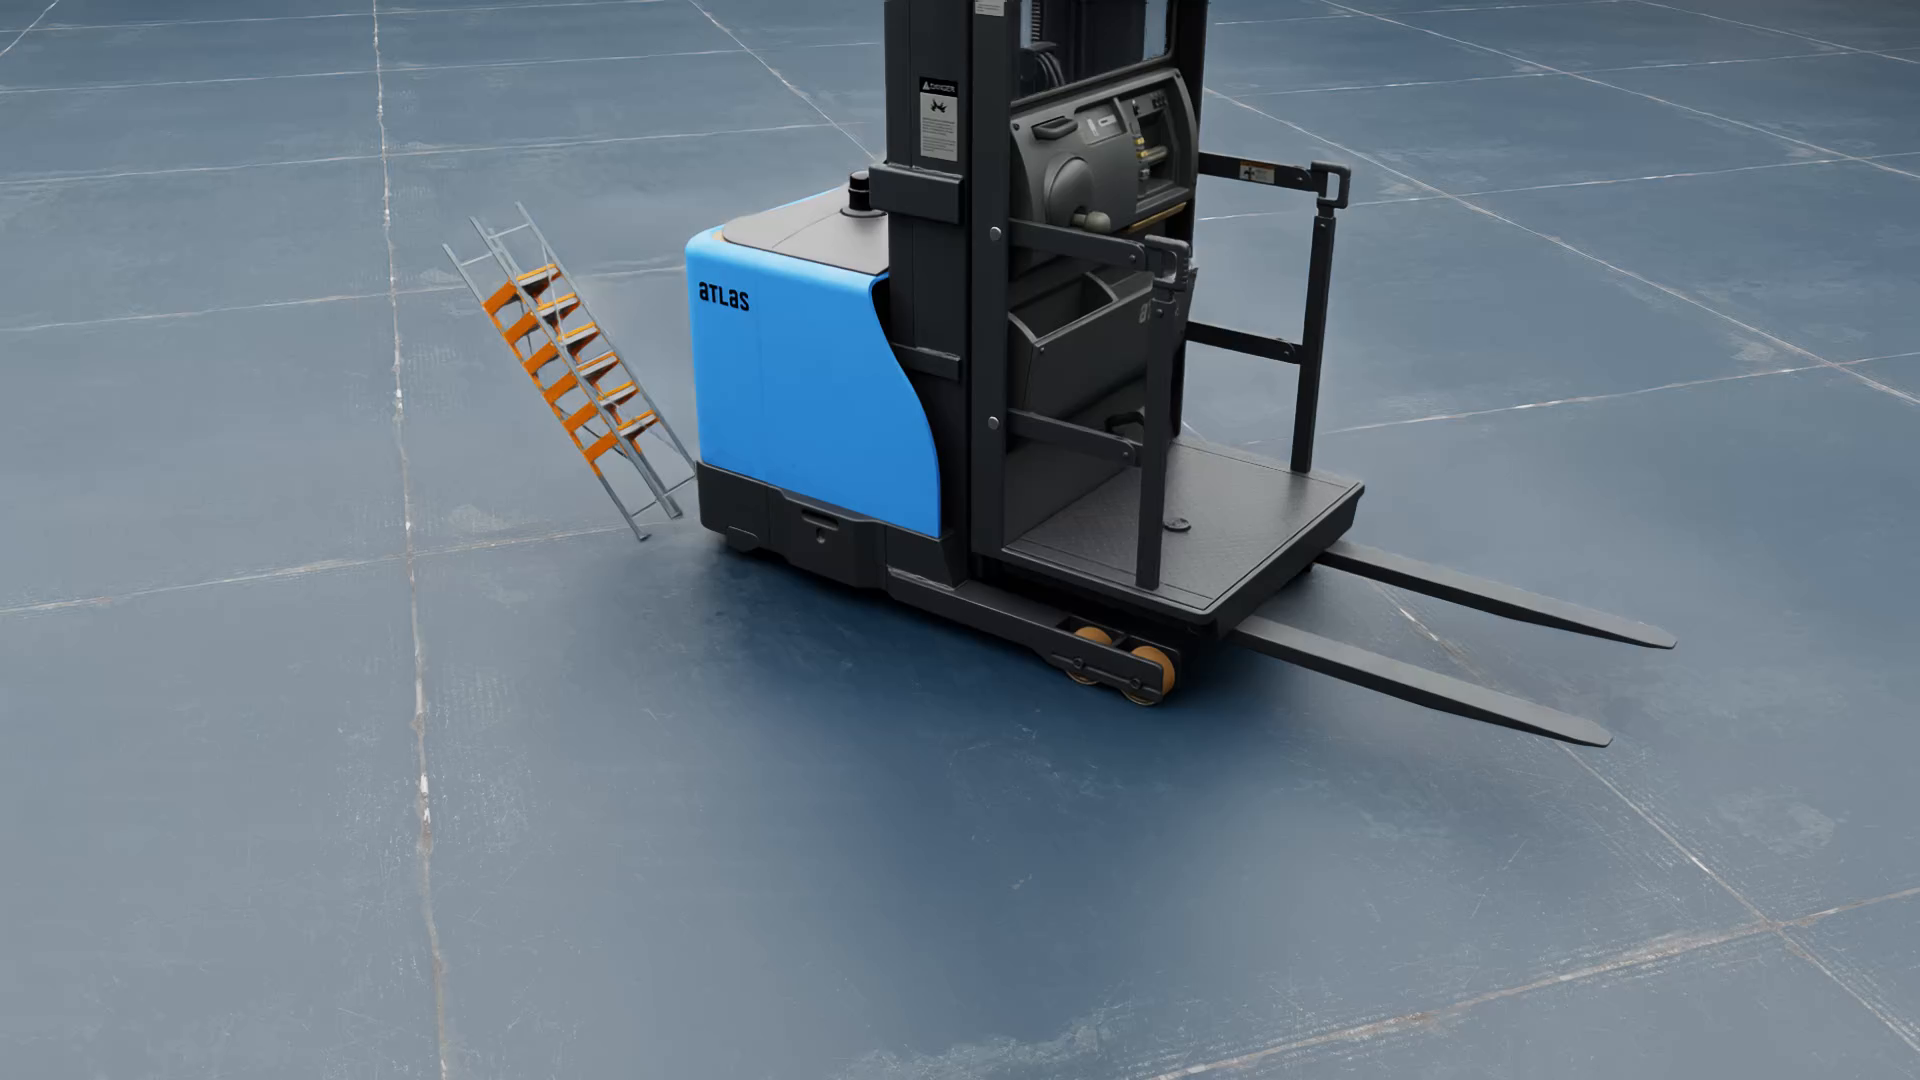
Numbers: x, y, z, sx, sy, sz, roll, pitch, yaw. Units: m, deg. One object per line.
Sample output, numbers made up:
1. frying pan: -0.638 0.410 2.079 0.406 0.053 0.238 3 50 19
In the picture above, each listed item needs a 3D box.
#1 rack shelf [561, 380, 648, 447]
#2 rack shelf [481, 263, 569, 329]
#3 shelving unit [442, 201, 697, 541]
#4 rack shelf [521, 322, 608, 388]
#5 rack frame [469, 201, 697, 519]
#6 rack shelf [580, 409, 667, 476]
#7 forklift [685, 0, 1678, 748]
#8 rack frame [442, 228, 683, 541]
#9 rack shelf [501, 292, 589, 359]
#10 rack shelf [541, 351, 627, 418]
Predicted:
1. rack shelf: -1.220 -0.444 5.742 0.180 0.103 0.258 -30 6 38
2. rack shelf: -1.482 -0.844 5.702 0.180 0.103 0.258 -30 6 38
3. shelving unit: -1.309 -0.581 5.728 0.189 1.200 0.258 -30 6 38
4. rack shelf: -1.351 -0.644 5.722 0.180 0.103 0.258 -30 6 38
5. rack frame: -1.246 -0.617 5.672 0.006 1.200 0.240 -30 6 38
6. rack shelf: -1.154 -0.344 5.752 0.180 0.103 0.258 -30 6 38
7. forklift: 0.600 -1.106 4.681 3.031 2.935 1.130 18 31 32
8. rack frame: -1.372 -0.546 5.784 0.006 1.200 0.240 -30 6 38
9. rack shelf: -1.416 -0.744 5.712 0.180 0.103 0.258 -30 6 38
10. rack shelf: -1.285 -0.544 5.732 0.180 0.103 0.258 -30 6 38
